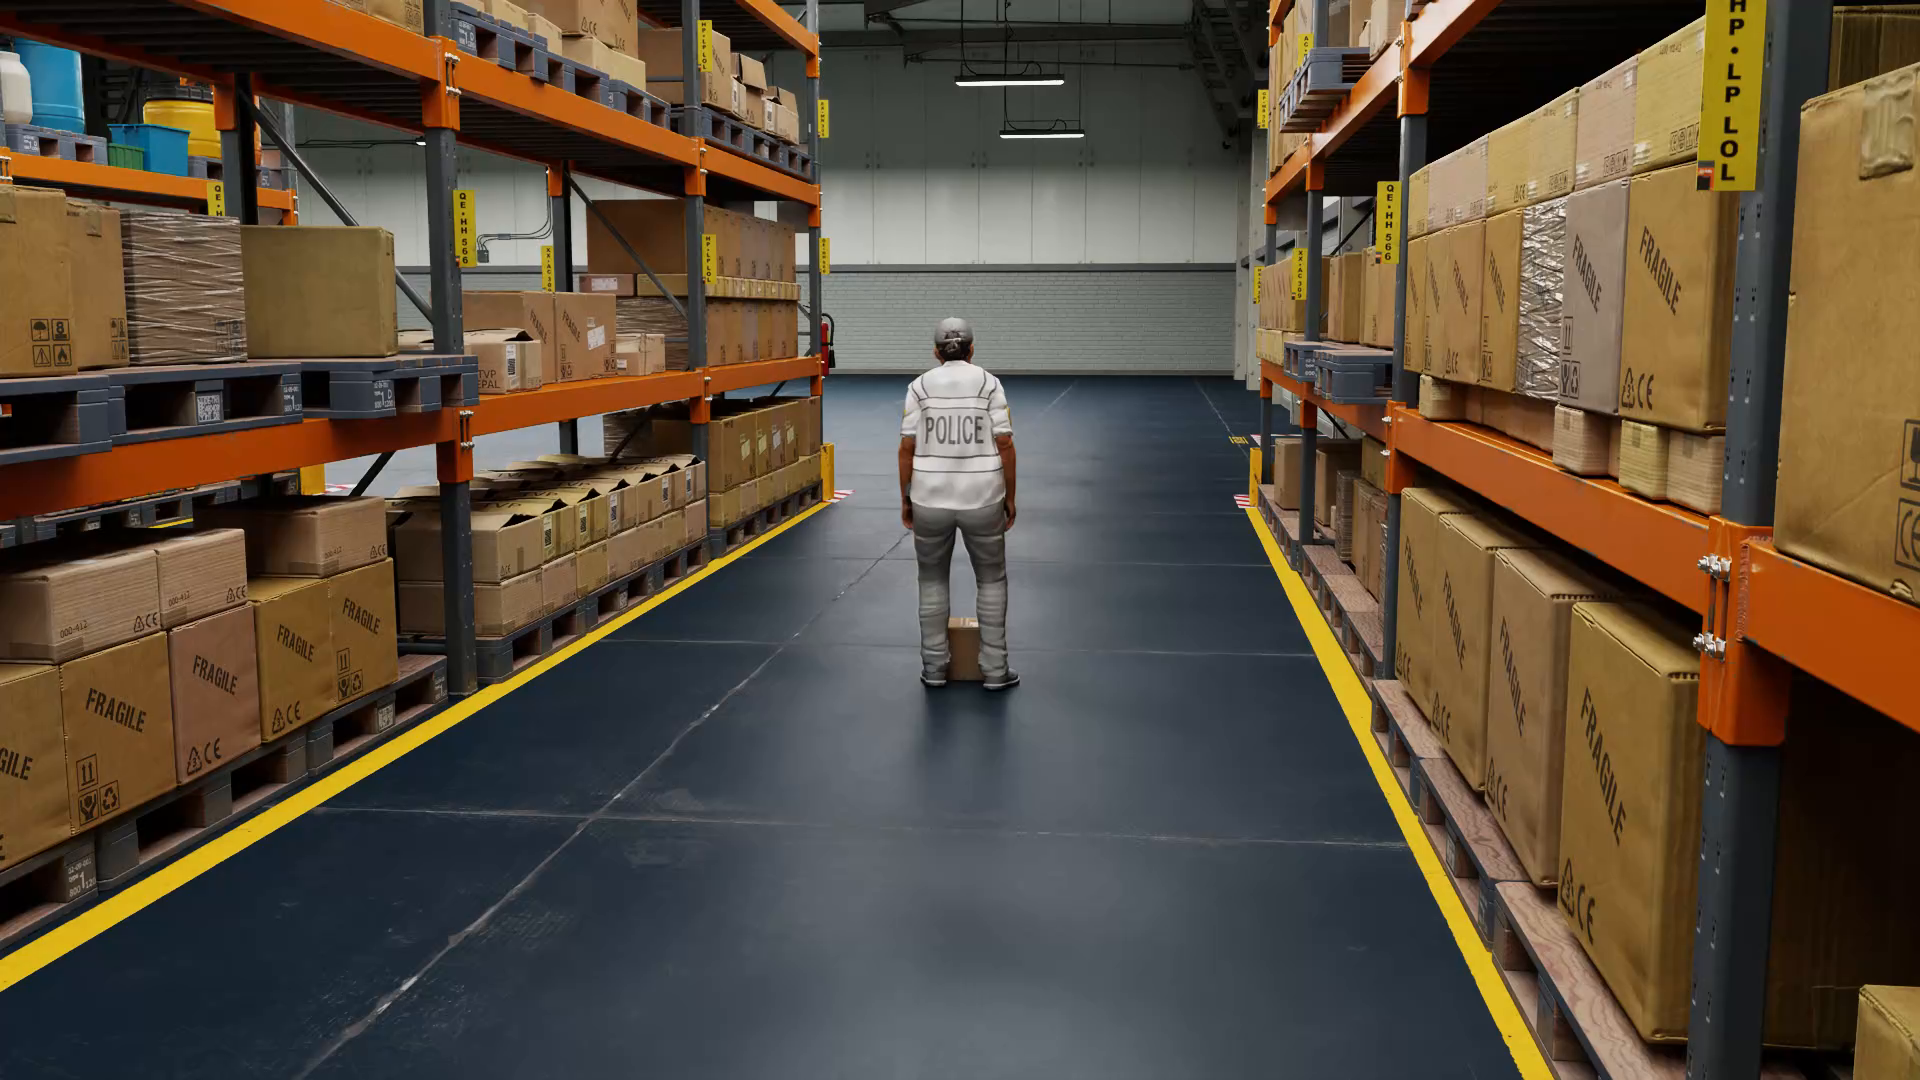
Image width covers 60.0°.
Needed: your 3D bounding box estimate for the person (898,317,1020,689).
[{"bbox_3d":[-0.002,-0.162,7.473,0.543,1.665,0.466,0,8,4],"label":"person"}]
